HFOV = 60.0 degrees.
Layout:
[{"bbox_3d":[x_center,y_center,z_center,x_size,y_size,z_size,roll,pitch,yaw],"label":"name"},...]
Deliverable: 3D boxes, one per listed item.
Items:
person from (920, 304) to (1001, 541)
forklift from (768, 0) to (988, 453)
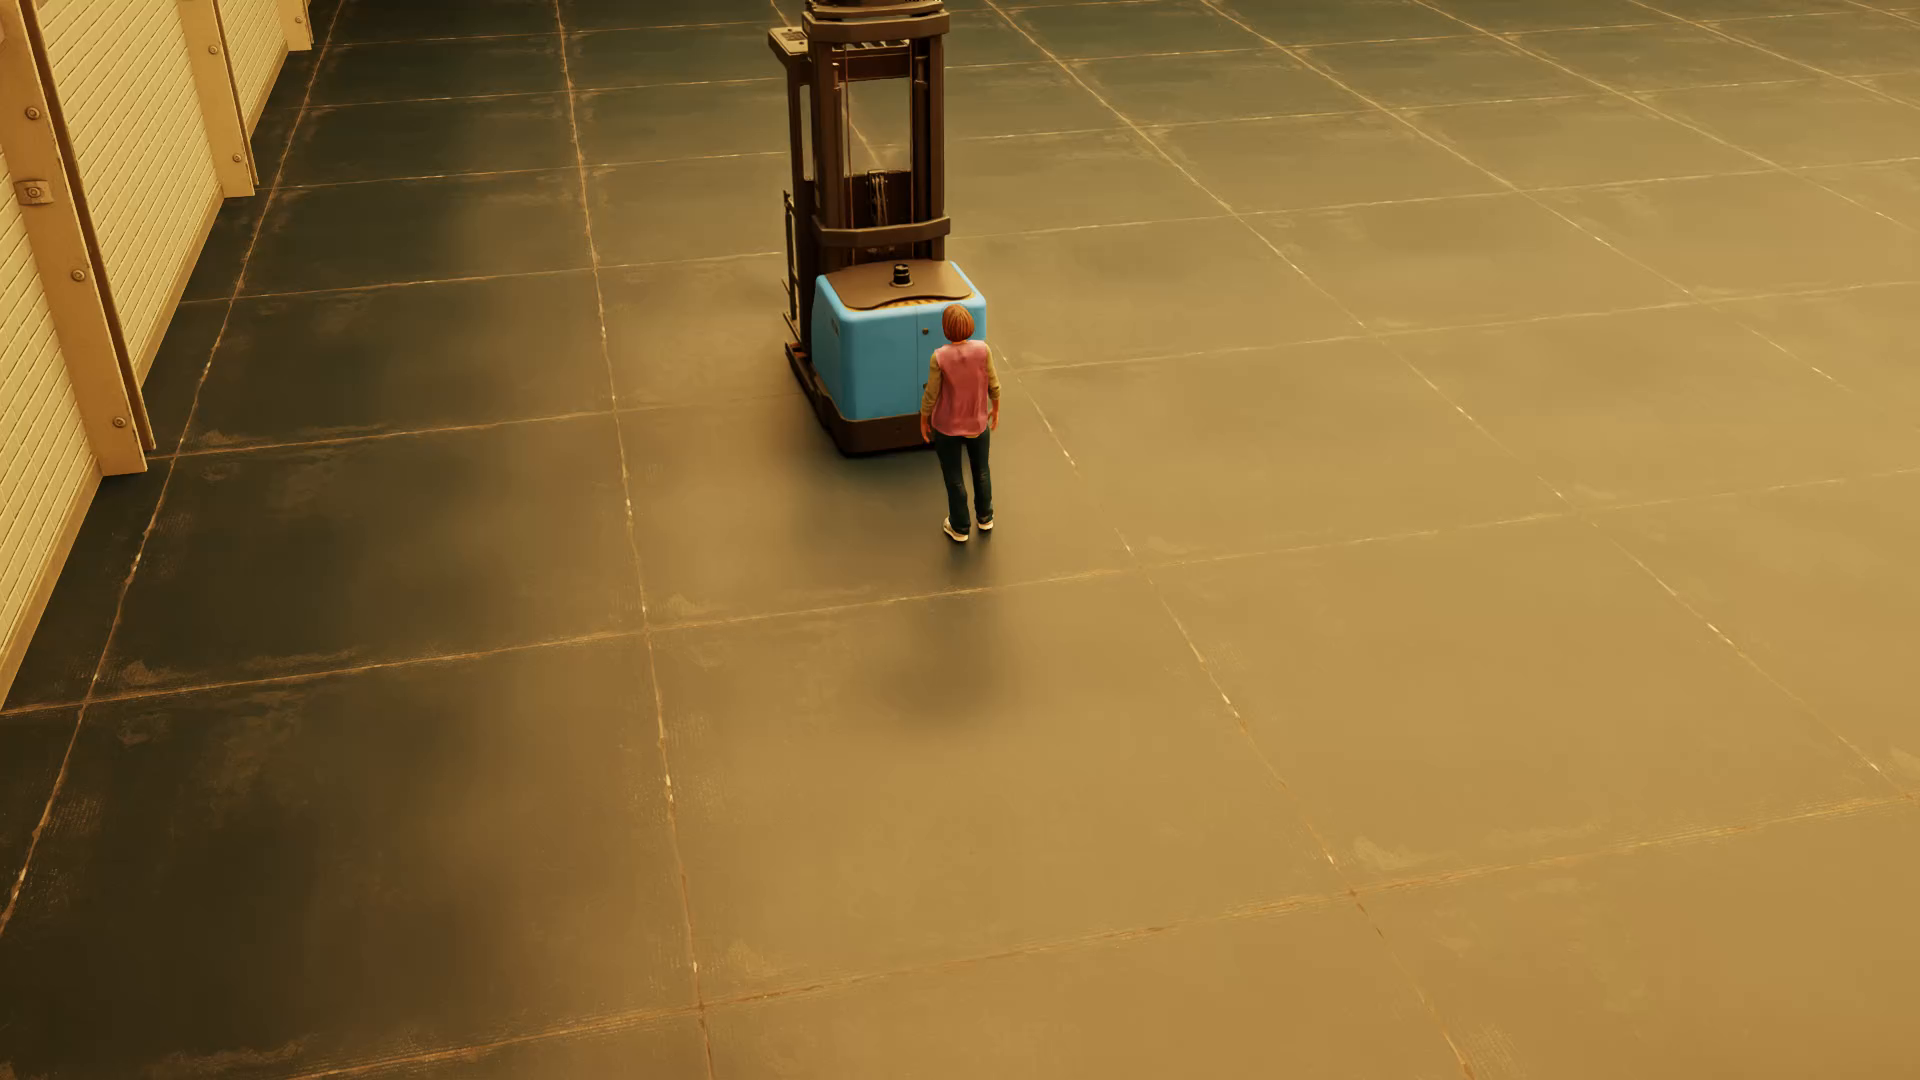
[{"bbox_3d":[-0.004,-0.729,10.164,0.520,1.582,0.475,-7,31,-12],"label":"person"},{"bbox_3d":[-0.719,-2.591,12.050,1.130,2.935,3.031,-9,31,-14],"label":"forklift"}]
